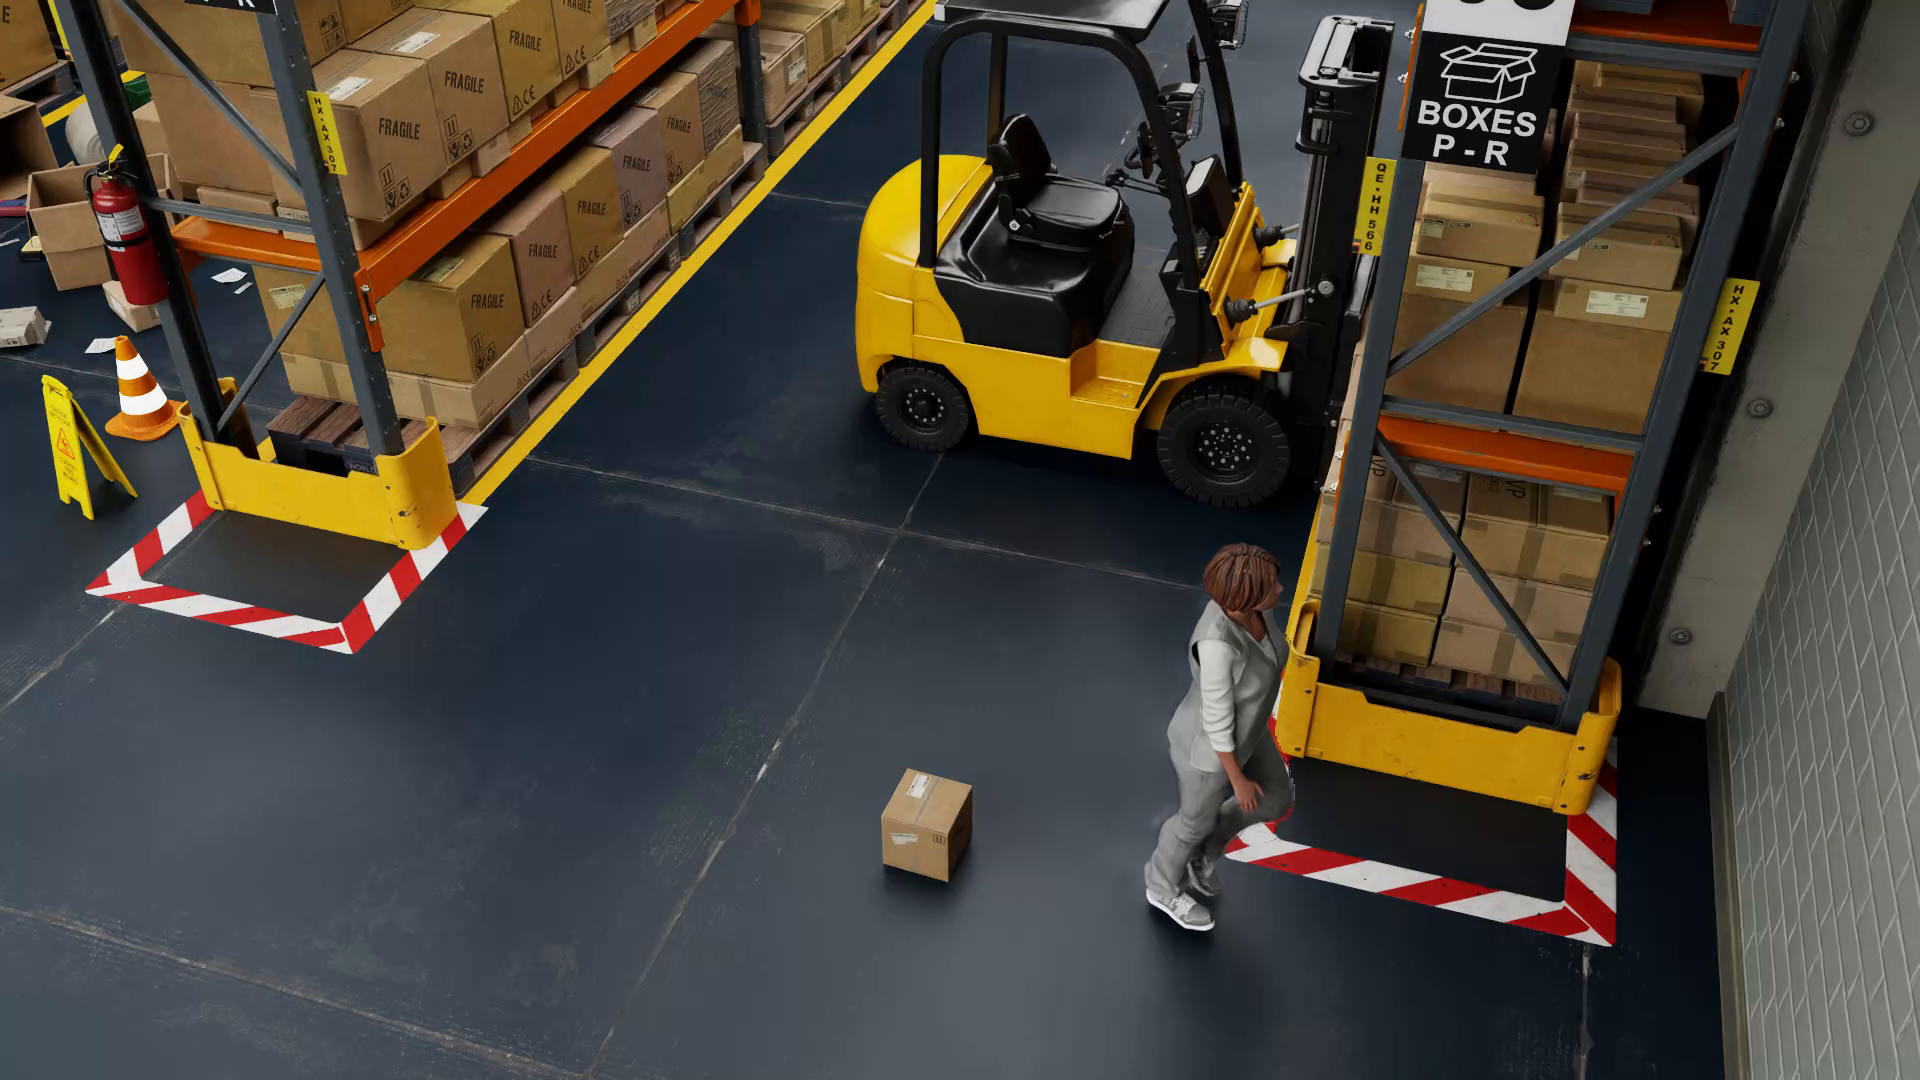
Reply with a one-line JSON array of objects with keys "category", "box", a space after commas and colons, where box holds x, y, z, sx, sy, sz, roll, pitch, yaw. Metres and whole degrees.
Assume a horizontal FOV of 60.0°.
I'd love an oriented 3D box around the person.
[{"category": "person", "box": [0.843, 0.646, 5.295, 0.427, 1.611, 0.420, 20, 42, 24]}]
